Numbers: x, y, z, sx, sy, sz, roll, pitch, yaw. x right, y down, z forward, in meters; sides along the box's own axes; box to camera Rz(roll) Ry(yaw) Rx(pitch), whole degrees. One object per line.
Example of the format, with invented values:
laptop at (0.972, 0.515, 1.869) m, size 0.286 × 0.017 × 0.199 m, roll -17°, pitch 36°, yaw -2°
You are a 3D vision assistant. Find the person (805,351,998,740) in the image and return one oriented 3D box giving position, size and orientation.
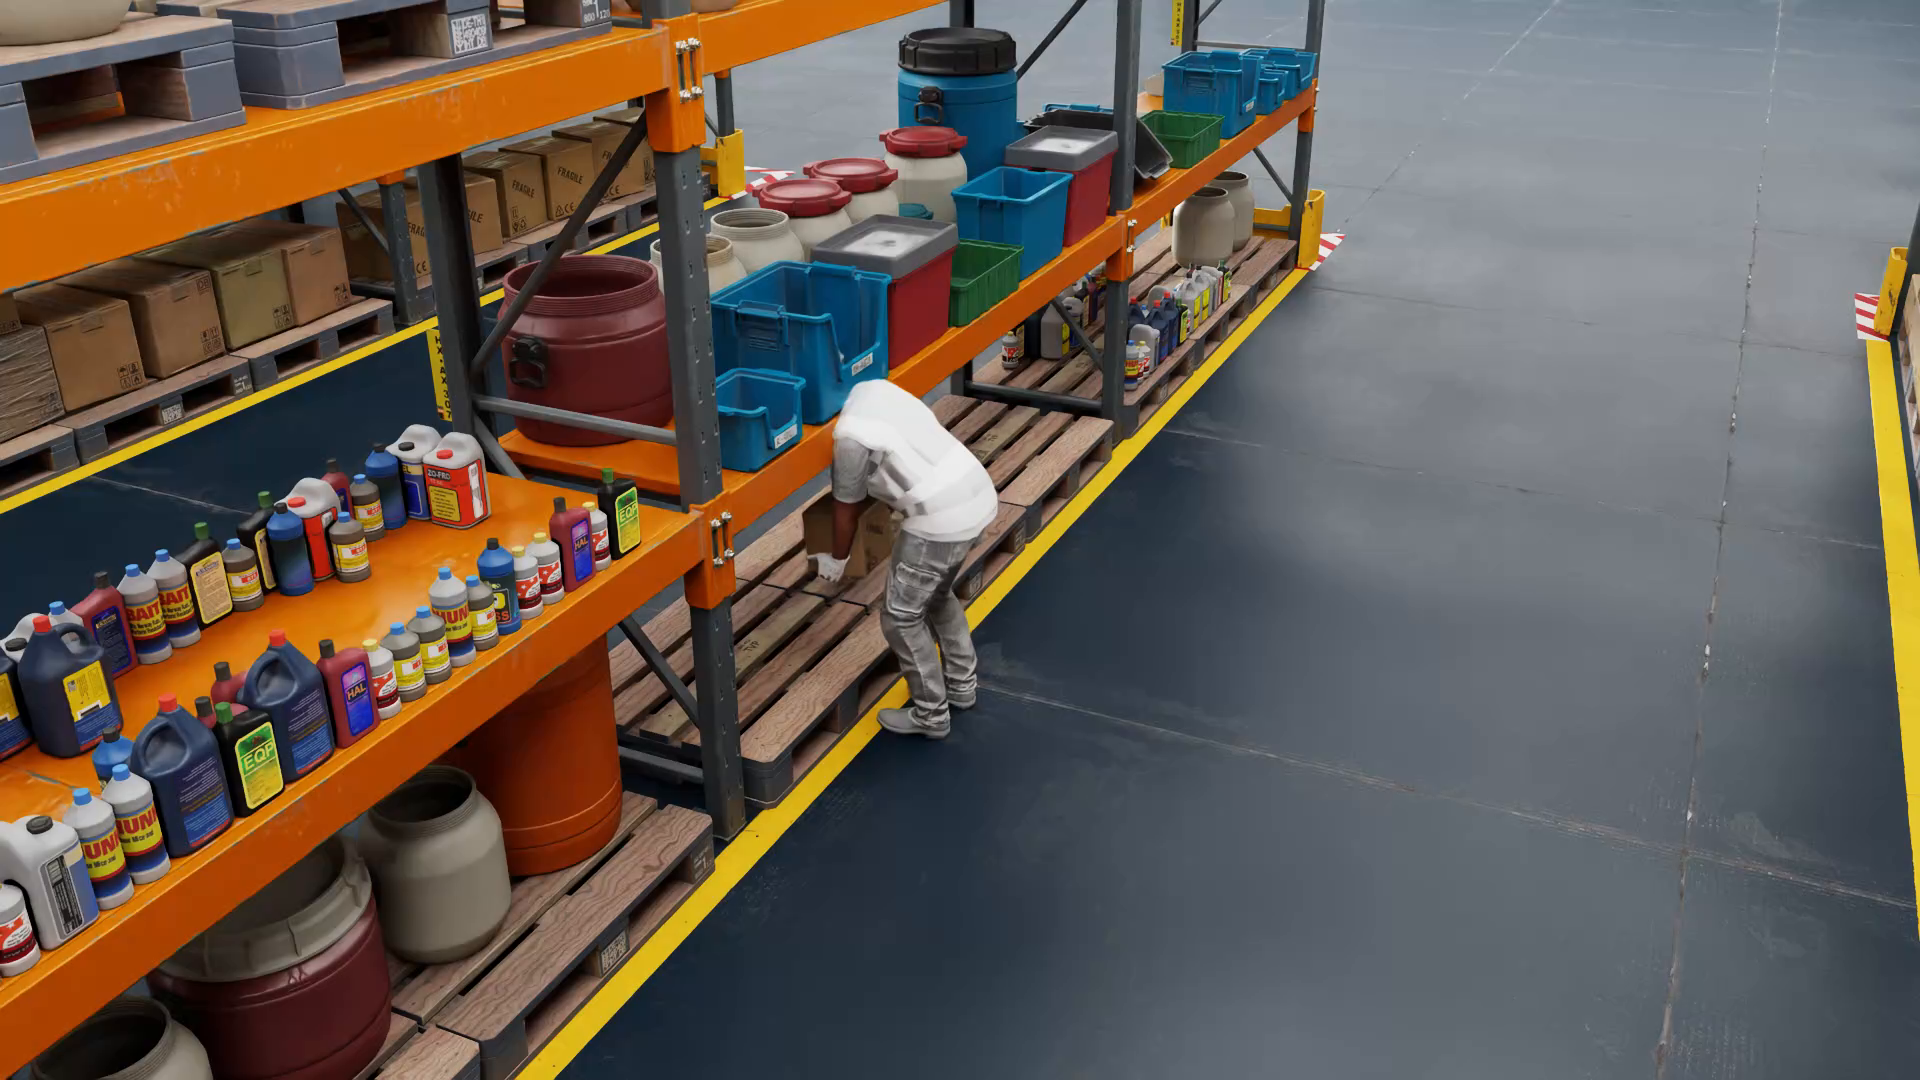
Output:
person at (-0.274, -0.017, 6.402) m, size 0.822 × 1.537 × 0.492 m, roll 10°, pitch 28°, yaw 20°
